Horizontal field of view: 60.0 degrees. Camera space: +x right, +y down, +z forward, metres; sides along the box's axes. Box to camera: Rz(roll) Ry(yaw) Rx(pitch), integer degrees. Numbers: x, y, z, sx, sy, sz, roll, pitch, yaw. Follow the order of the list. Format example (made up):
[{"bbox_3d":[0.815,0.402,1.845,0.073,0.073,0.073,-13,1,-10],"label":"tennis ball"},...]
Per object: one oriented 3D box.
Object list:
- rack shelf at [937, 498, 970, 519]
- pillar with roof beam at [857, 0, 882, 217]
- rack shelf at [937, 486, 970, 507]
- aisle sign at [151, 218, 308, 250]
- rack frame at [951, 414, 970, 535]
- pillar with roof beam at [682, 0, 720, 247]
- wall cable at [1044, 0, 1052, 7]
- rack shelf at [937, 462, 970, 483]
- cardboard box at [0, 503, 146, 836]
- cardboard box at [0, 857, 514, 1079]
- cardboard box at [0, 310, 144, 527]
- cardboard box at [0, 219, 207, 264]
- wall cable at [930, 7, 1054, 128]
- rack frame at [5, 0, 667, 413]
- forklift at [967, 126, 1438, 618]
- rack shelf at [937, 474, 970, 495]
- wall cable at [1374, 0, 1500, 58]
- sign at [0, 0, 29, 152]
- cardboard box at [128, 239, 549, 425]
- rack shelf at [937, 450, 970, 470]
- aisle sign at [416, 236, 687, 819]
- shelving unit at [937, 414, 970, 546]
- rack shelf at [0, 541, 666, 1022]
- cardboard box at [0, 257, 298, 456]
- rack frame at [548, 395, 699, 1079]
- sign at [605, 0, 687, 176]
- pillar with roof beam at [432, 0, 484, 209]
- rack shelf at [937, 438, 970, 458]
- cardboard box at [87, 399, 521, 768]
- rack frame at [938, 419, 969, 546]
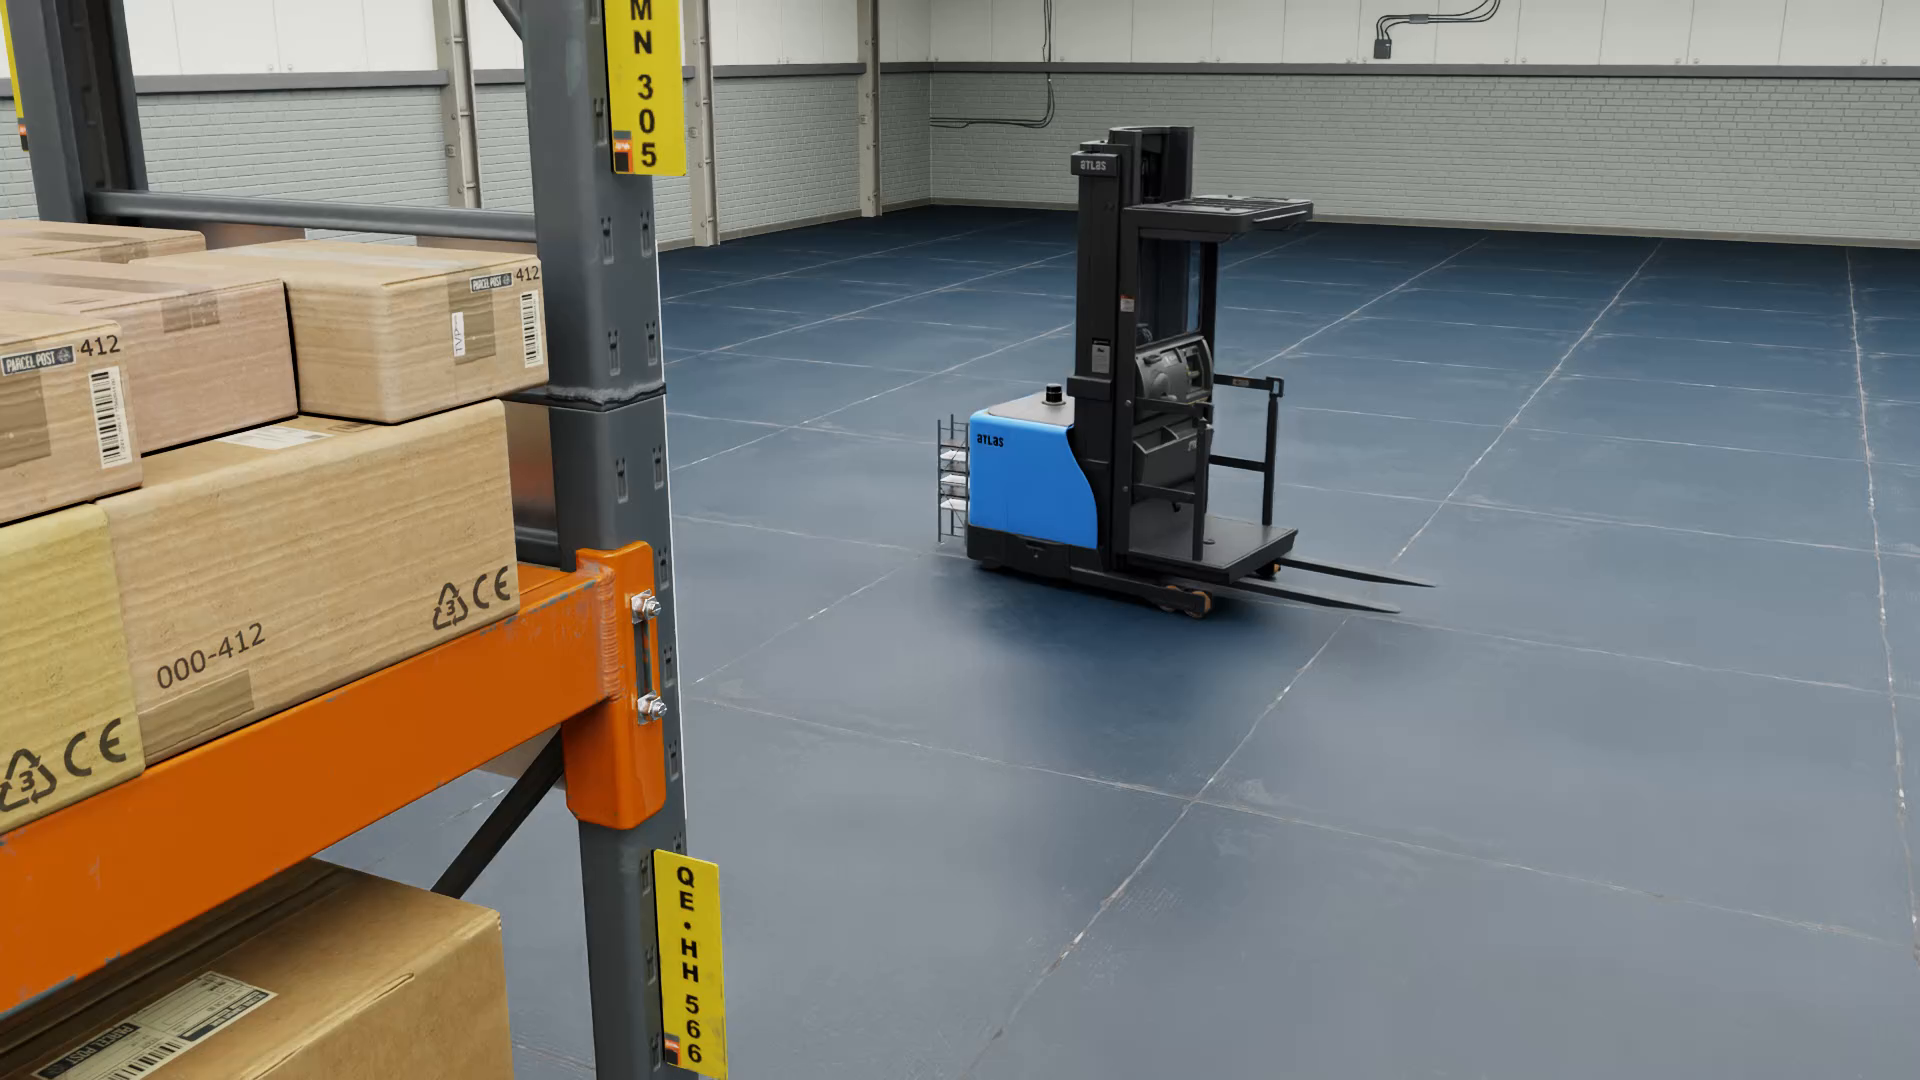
[{"bbox_3d":[-0.004,-0.225,11.950,0.258,0.077,0.200,8,18,25],"label":"rack shelf"},{"bbox_3d":[1.982,-10.594,31.887,9.100,9.000,0.400,8,18,25],"label":"pillar with roof beam"},{"bbox_3d":[-0.004,-0.311,11.924,0.258,0.077,0.200,8,18,25],"label":"rack shelf"},{"bbox_3d":[-1.089,-0.096,2.513,0.394,0.787,0.004,8,18,25],"label":"aisle sign"},{"bbox_3d":[0.042,-0.455,11.976,0.240,0.900,0.006,8,18,25],"label":"rack frame"},{"bbox_3d":[-0.699,-9.066,26.742,9.100,9.000,0.400,8,18,25],"label":"pillar with roof beam"},{"bbox_3d":[3.051,-12.312,34.256,3.097,2.526,0.112,8,18,25],"label":"wall cable"},{"bbox_3d":[-0.004,-0.484,11.873,0.258,0.077,0.200,8,18,25],"label":"rack shelf"},{"bbox_3d":[-1.057,0.121,1.344,0.500,0.250,0.500,8,18,26],"label":"cardboard box"},{"bbox_3d":[-0.873,0.706,1.925,0.500,0.500,0.500,8,18,25],"label":"cardboard box"},{"bbox_3d":[-0.939,-0.107,1.412,0.380,0.149,0.250,7,18,23],"label":"cardboard box"},{"bbox_3d":[-1.179,-0.312,2.102,0.380,0.149,0.250,8,18,25],"label":"cardboard box"},{"bbox_3d":[0.631,-10.235,36.133,3.097,2.526,0.112,8,18,25],"label":"wall cable"},{"bbox_3d":[-0.849,-1.671,1.847,1.000,3.000,0.127,8,18,25],"label":"rack frame"},{"bbox_3d":[1.544,-1.091,10.551,3.031,2.935,1.130,11,20,34],"label":"forklift"},{"bbox_3d":[-0.004,-0.397,11.899,0.258,0.077,0.200,8,18,25],"label":"rack shelf"},{"bbox_3d":[9.116,-12.142,31.127,2.305,6.003,0.169,8,18,25],"label":"wall cable"},{"bbox_3d":[-1.334,-0.722,2.382,0.100,0.325,0.005,8,18,25],"label":"sign"},{"bbox_3d":[-0.694,-0.242,1.867,0.380,0.149,0.250,8,18,25],"label":"cardboard box"},{"bbox_3d":[-0.004,-0.570,11.848,0.258,0.077,0.200,8,18,25],"label":"rack shelf"},{"bbox_3d":[-0.553,-0.019,2.256,0.394,0.787,0.004,8,18,25],"label":"aisle sign"},{"bbox_3d":[-0.004,-0.429,11.889,0.258,0.900,0.210,8,18,25],"label":"shelving unit"},{"bbox_3d":[-1.742,0.621,0.661,1.077,0.370,4.000,8,18,25],"label":"rack shelf"},{"bbox_3d":[-0.915,-0.191,1.694,0.380,0.149,0.250,7,18,24],"label":"cardboard box"},{"bbox_3d":[-0.849,1.204,2.701,1.000,3.000,0.127,8,18,25],"label":"rack frame"},{"bbox_3d":[-0.361,-0.582,1.893,0.100,0.325,0.005,8,18,25],"label":"sign"},{"bbox_3d":[-3.380,-7.537,21.596,9.100,9.000,0.400,8,18,25],"label":"pillar with roof beam"},{"bbox_3d":[-0.004,-0.656,11.822,0.258,0.077,0.200,8,18,25],"label":"rack shelf"},{"bbox_3d":[-0.837,-0.007,1.773,0.500,0.250,0.500,9,19,27],"label":"cardboard box"},{"bbox_3d":[-0.049,-0.403,11.802,0.240,0.900,0.006,8,18,25],"label":"rack frame"}]
